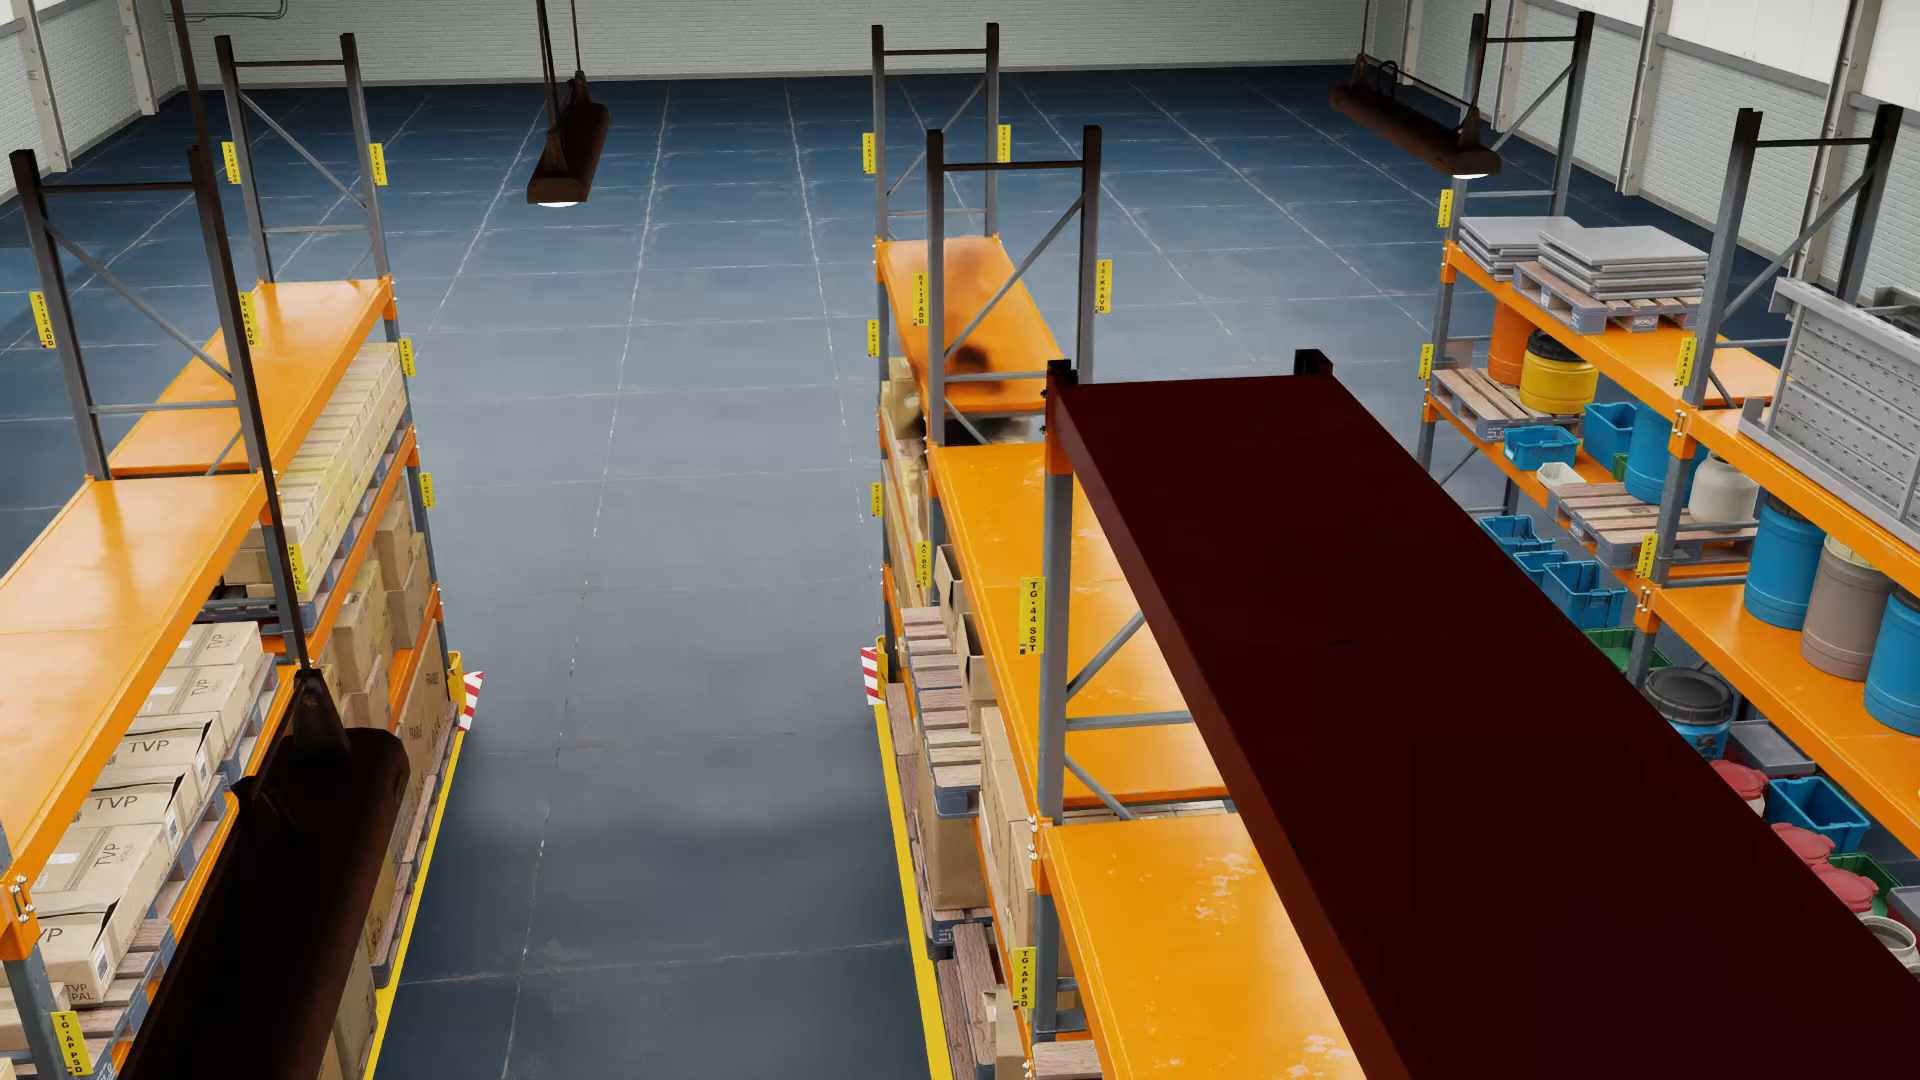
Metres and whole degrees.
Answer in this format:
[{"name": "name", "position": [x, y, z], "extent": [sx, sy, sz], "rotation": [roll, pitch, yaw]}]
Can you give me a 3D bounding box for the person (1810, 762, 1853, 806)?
[{"name": "person", "position": [7.022, 1.540, 13.261], "extent": [0.715, 1.735, 0.826], "rotation": [-7, 26, -13]}]
